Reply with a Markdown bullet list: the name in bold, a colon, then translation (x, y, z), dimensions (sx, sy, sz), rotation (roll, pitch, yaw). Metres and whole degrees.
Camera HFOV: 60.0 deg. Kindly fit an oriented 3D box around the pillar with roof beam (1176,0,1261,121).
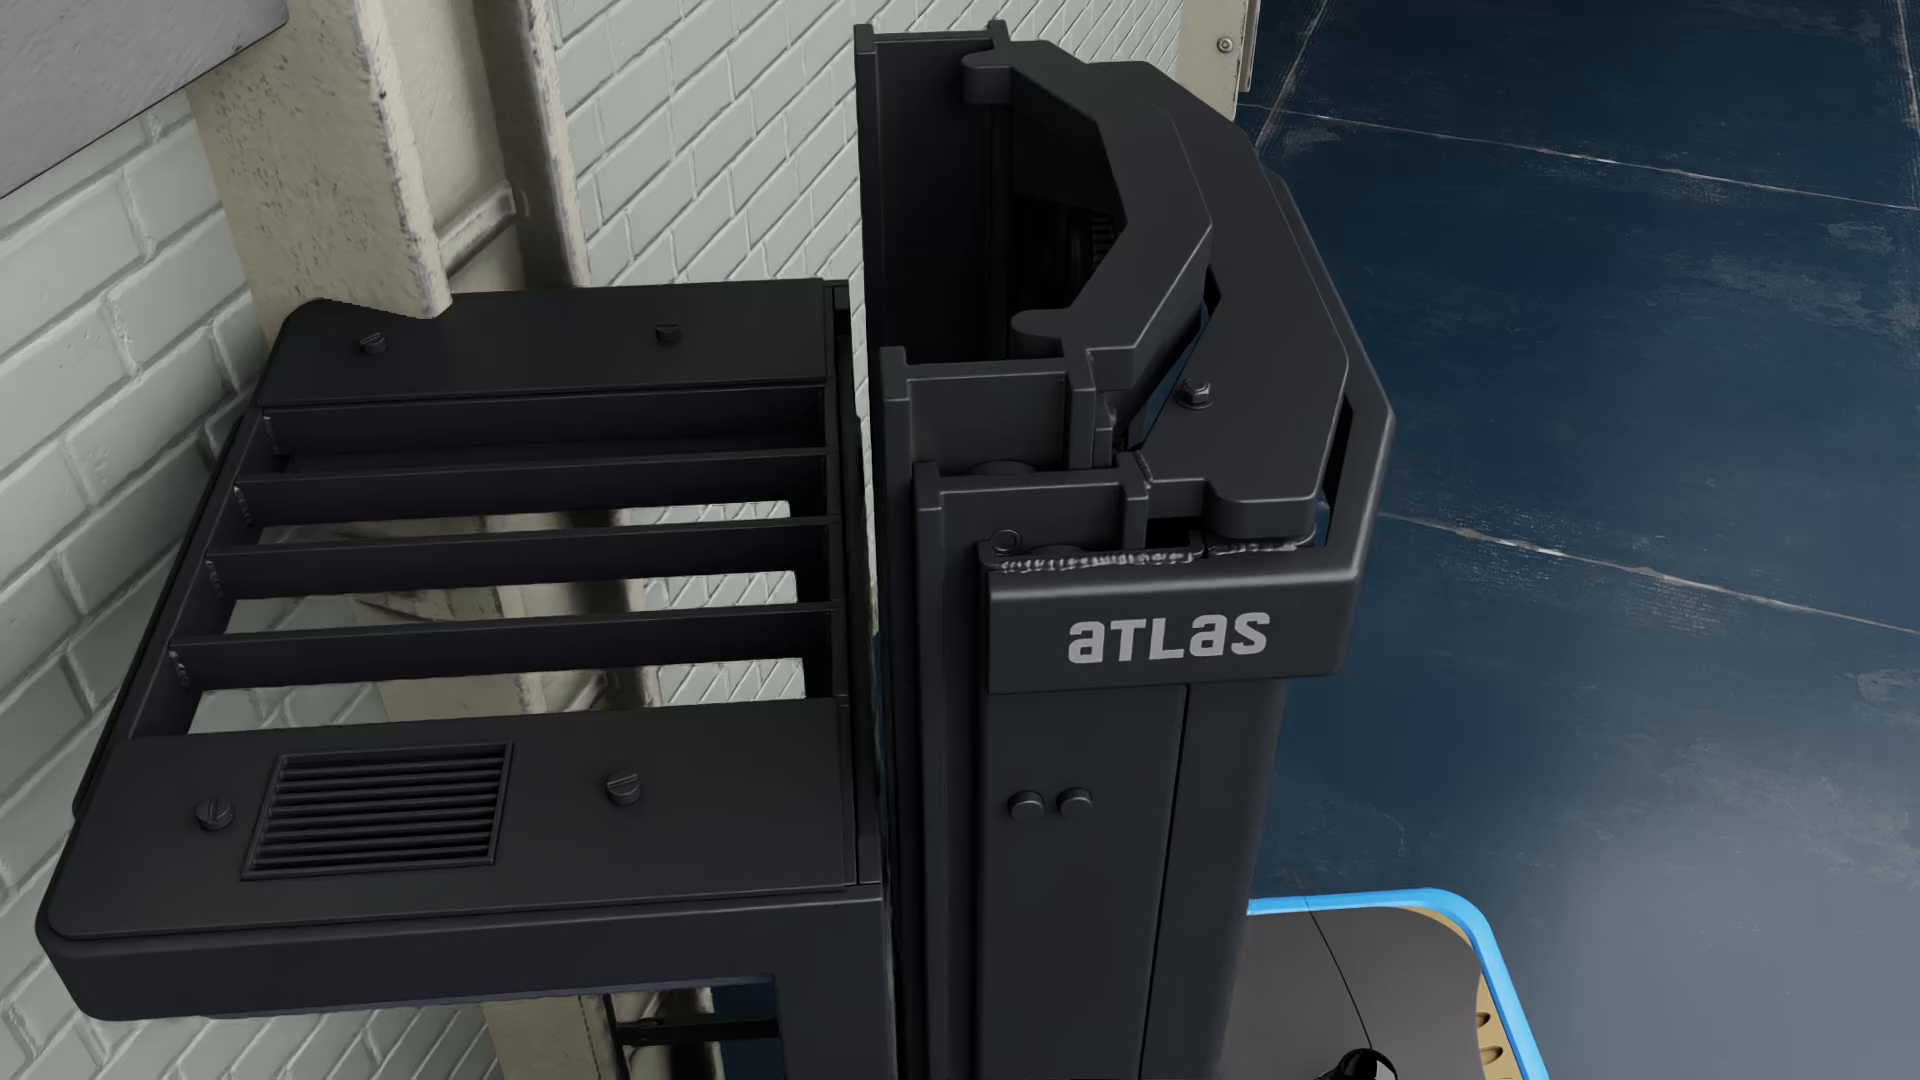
- **pillar with roof beam**: translation (5.306, -4.677, 4.299), dimensions (9.100, 9.000, 0.400), rotation (13, 42, 15)
